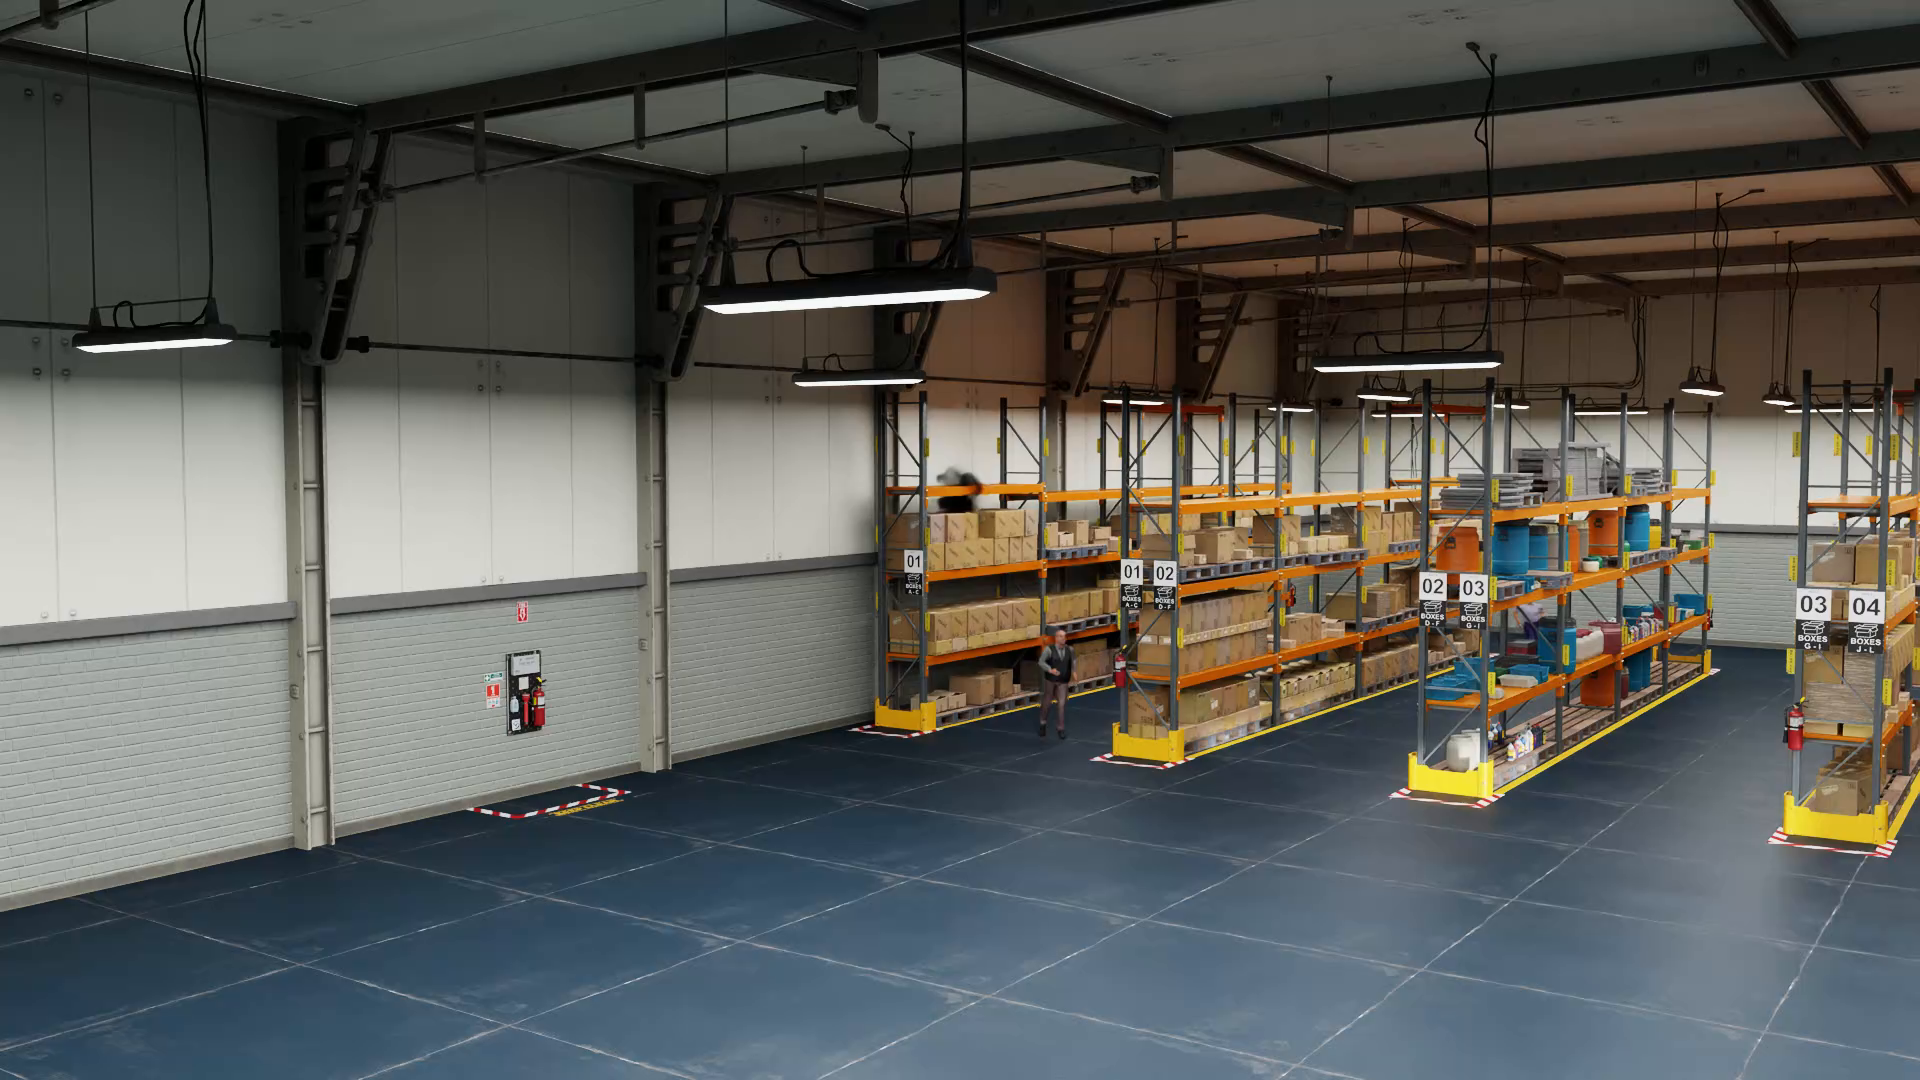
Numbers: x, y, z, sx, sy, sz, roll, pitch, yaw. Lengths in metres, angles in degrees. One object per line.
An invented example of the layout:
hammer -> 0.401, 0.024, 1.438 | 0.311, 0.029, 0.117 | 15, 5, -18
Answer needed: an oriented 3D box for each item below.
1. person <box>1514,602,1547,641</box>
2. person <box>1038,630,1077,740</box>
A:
person -> 13.425, 2.041, 39.075 | 0.700, 1.591, 0.561 | 0, 3, 3
person -> 1.622, 2.358, 27.156 | 0.716, 1.777, 0.846 | -1, 3, -17
